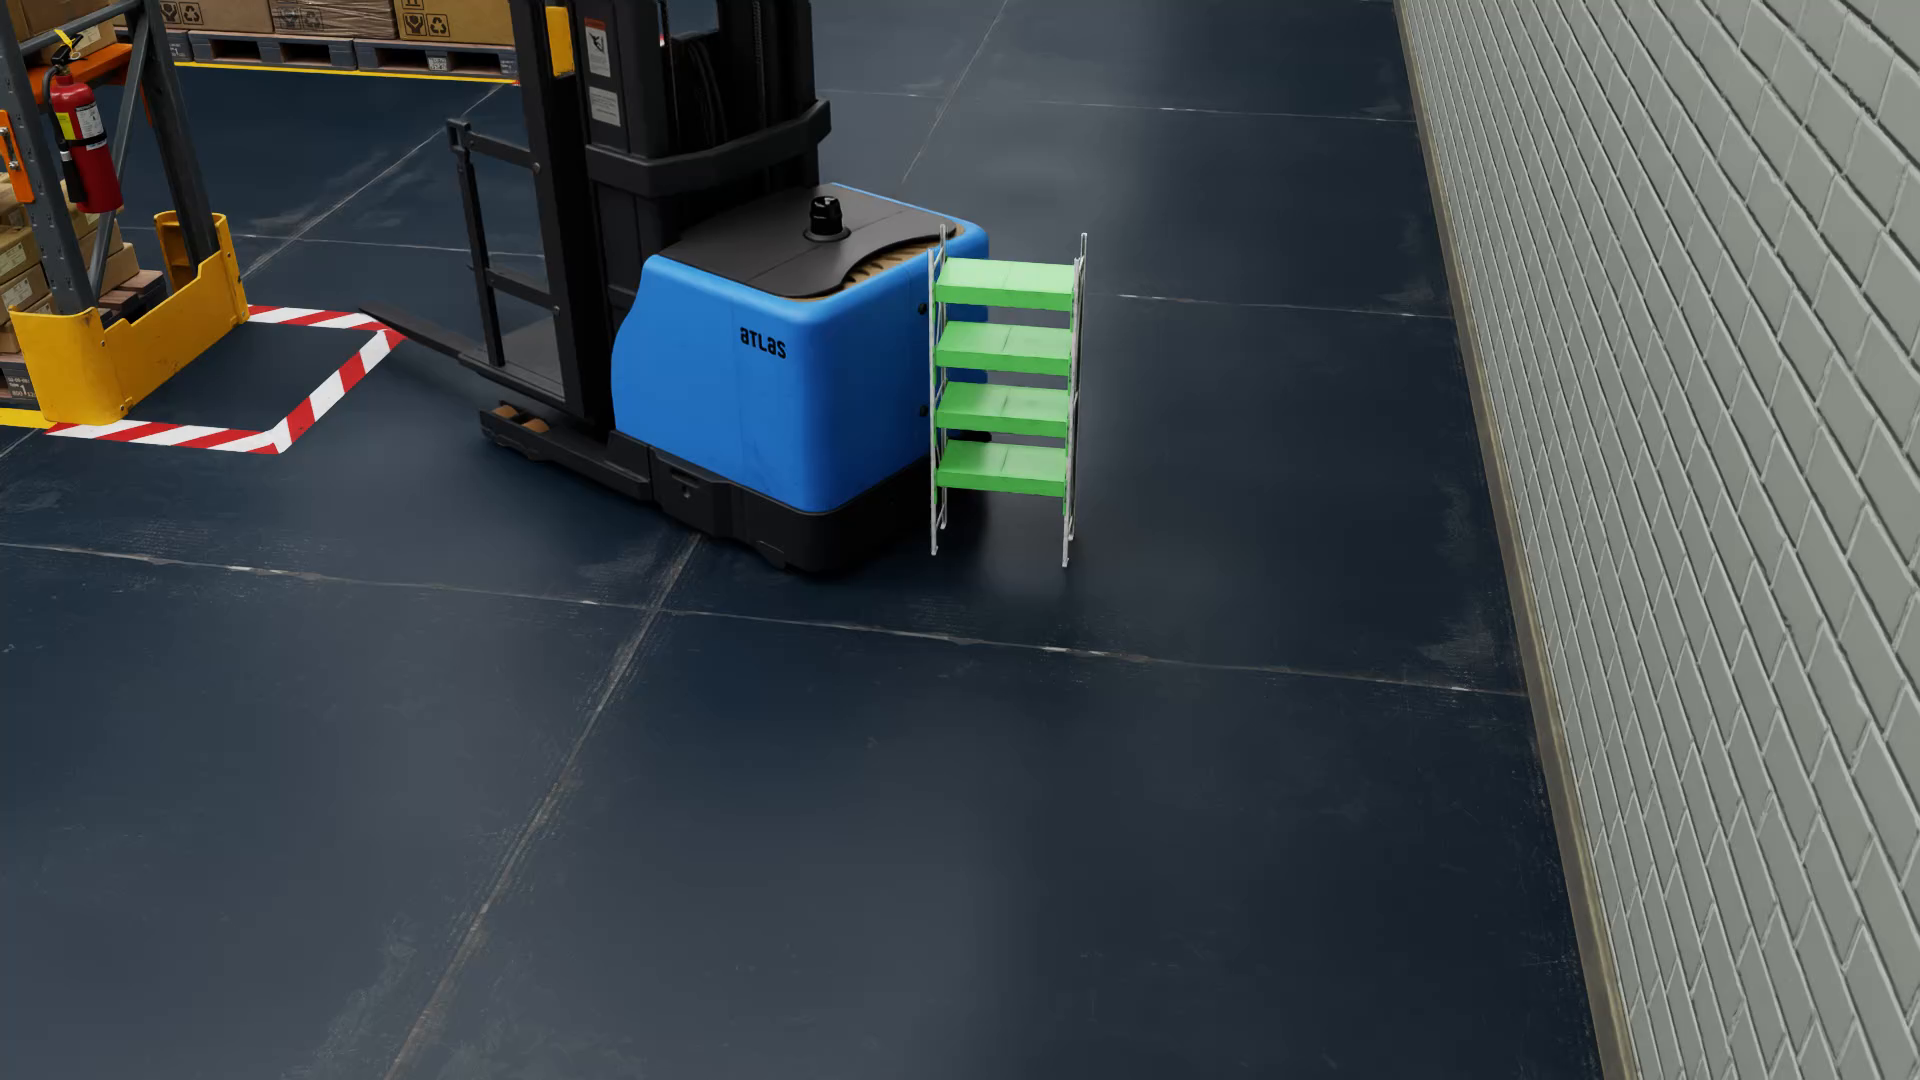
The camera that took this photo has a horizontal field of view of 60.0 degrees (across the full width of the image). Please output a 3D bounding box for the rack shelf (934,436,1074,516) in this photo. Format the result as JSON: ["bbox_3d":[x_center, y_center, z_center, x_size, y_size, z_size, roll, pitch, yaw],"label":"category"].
[{"bbox_3d":[0.163,-0.236,6.069,0.480,0.148,0.258,5,32,8],"label":"rack shelf"}]

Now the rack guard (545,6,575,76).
[{"bbox_3d":[-2.619,-3.586,11.507,0.348,0.500,1.175,5,32,8],"label":"rack guard"}]

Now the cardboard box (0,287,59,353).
[{"bbox_3d":[-4.131,-0.970,7.263,0.250,0.149,0.380,6,32,9],"label":"cardboard box"}]

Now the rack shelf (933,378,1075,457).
[{"bbox_3d":[0.163,-0.440,5.942,0.480,0.148,0.258,5,32,8],"label":"rack shelf"}]

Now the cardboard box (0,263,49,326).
[{"bbox_3d":[-4.145,-1.056,7.120,0.250,0.149,0.380,4,32,7],"label":"cardboard box"}]

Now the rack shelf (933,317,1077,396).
[{"bbox_3d":[0.163,-0.643,5.815,0.480,0.148,0.258,5,32,8],"label":"rack shelf"}]

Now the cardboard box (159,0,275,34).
[{"bbox_3d":[-5.061,-4.101,11.581,0.875,0.875,0.875,5,32,8],"label":"cardboard box"}]

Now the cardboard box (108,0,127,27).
[{"bbox_3d":[-5.948,-4.181,11.709,0.875,0.875,0.875,5,32,8],"label":"cardboard box"}]

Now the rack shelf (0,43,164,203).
[{"bbox_3d":[-5.548,-1.936,7.194,4.000,0.370,1.077,5,32,8],"label":"rack shelf"}]

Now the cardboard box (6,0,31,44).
[{"bbox_3d":[-4.063,-2.136,6.461,0.500,0.500,0.500,6,33,9],"label":"cardboard box"}]

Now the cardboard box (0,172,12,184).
[{"bbox_3d":[-4.555,-1.560,7.645,0.250,0.149,0.380,5,32,8],"label":"cardboard box"}]

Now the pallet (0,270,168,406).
[{"bbox_3d":[-4.446,-0.978,7.614,1.213,0.211,1.003,5,32,8],"label":"pallet"}]

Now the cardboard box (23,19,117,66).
[{"bbox_3d":[-3.841,-2.156,7.104,0.250,0.149,0.380,5,32,8],"label":"cardboard box"}]

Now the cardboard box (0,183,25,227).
[{"bbox_3d":[-4.328,-1.470,7.502,0.250,0.149,0.380,6,33,9],"label":"cardboard box"}]

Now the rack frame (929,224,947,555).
[{"bbox_3d":[-0.077,-0.516,5.943,0.015,1.200,0.240,5,32,8],"label":"rack frame"}]

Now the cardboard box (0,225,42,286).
[{"bbox_3d":[-4.141,-1.199,7.069,0.250,0.149,0.380,6,32,9],"label":"cardboard box"}]

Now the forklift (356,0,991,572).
[{"bbox_3d":[-1.347,-1.761,6.301,3.031,2.935,1.130,23,39,32],"label":"forklift"}]

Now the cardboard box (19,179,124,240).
[{"bbox_3d":[-4.036,-1.509,7.563,0.250,0.149,0.380,4,32,6],"label":"cardboard box"}]

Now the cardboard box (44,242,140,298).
[{"bbox_3d":[-4.039,-1.246,7.705,0.250,0.149,0.380,6,33,9],"label":"cardboard box"}]

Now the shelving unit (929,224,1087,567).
[{"bbox_3d":[0.163,-0.494,5.908,0.503,1.200,0.258,5,32,8],"label":"shelving unit"}]

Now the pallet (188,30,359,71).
[{"bbox_3d":[-4.643,-3.606,11.812,1.213,0.211,1.003,5,32,8],"label":"pallet"}]

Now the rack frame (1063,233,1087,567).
[{"bbox_3d":[0.404,-0.472,5.873,0.015,1.200,0.240,5,32,8],"label":"rack frame"}]

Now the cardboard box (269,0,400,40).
[{"bbox_3d":[-4.184,-4.021,11.454,0.875,0.875,0.875,5,32,8],"label":"cardboard box"}]

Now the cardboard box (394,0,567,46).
[{"bbox_3d":[-3.287,-3.940,11.324,0.875,0.875,0.875,5,32,8],"label":"cardboard box"}]

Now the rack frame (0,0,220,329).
[{"bbox_3d":[-3.577,-2.062,6.718,0.127,3.000,1.000,5,32,8],"label":"rack frame"}]

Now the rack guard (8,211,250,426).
[{"bbox_3d":[-3.652,-1.010,7.392,0.348,0.500,1.175,5,32,8],"label":"rack guard"}]

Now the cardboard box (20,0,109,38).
[{"bbox_3d":[-3.973,-2.415,6.907,0.500,0.500,0.500,7,33,11],"label":"cardboard box"}]

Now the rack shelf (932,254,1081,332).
[{"bbox_3d":[0.163,-0.847,5.687,0.480,0.148,0.258,5,32,8],"label":"rack shelf"}]

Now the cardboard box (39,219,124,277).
[{"bbox_3d":[-4.050,-1.339,7.573,0.250,0.149,0.380,6,33,10],"label":"cardboard box"}]

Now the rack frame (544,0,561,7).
[{"bbox_3d":[-2.643,-4.647,10.848,0.127,3.000,1.000,5,32,8],"label":"rack frame"}]

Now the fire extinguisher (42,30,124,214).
[{"bbox_3d":[-3.406,-1.608,6.416,0.183,0.674,0.296,5,32,8],"label":"fire extinguisher"}]

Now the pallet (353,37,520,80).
[{"bbox_3d":[-3.444,-3.496,11.636,1.213,0.211,1.003,5,32,8],"label":"pallet"}]

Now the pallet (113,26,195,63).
[{"bbox_3d":[-5.849,-3.714,11.984,1.213,0.211,1.003,5,32,8],"label":"pallet"}]
